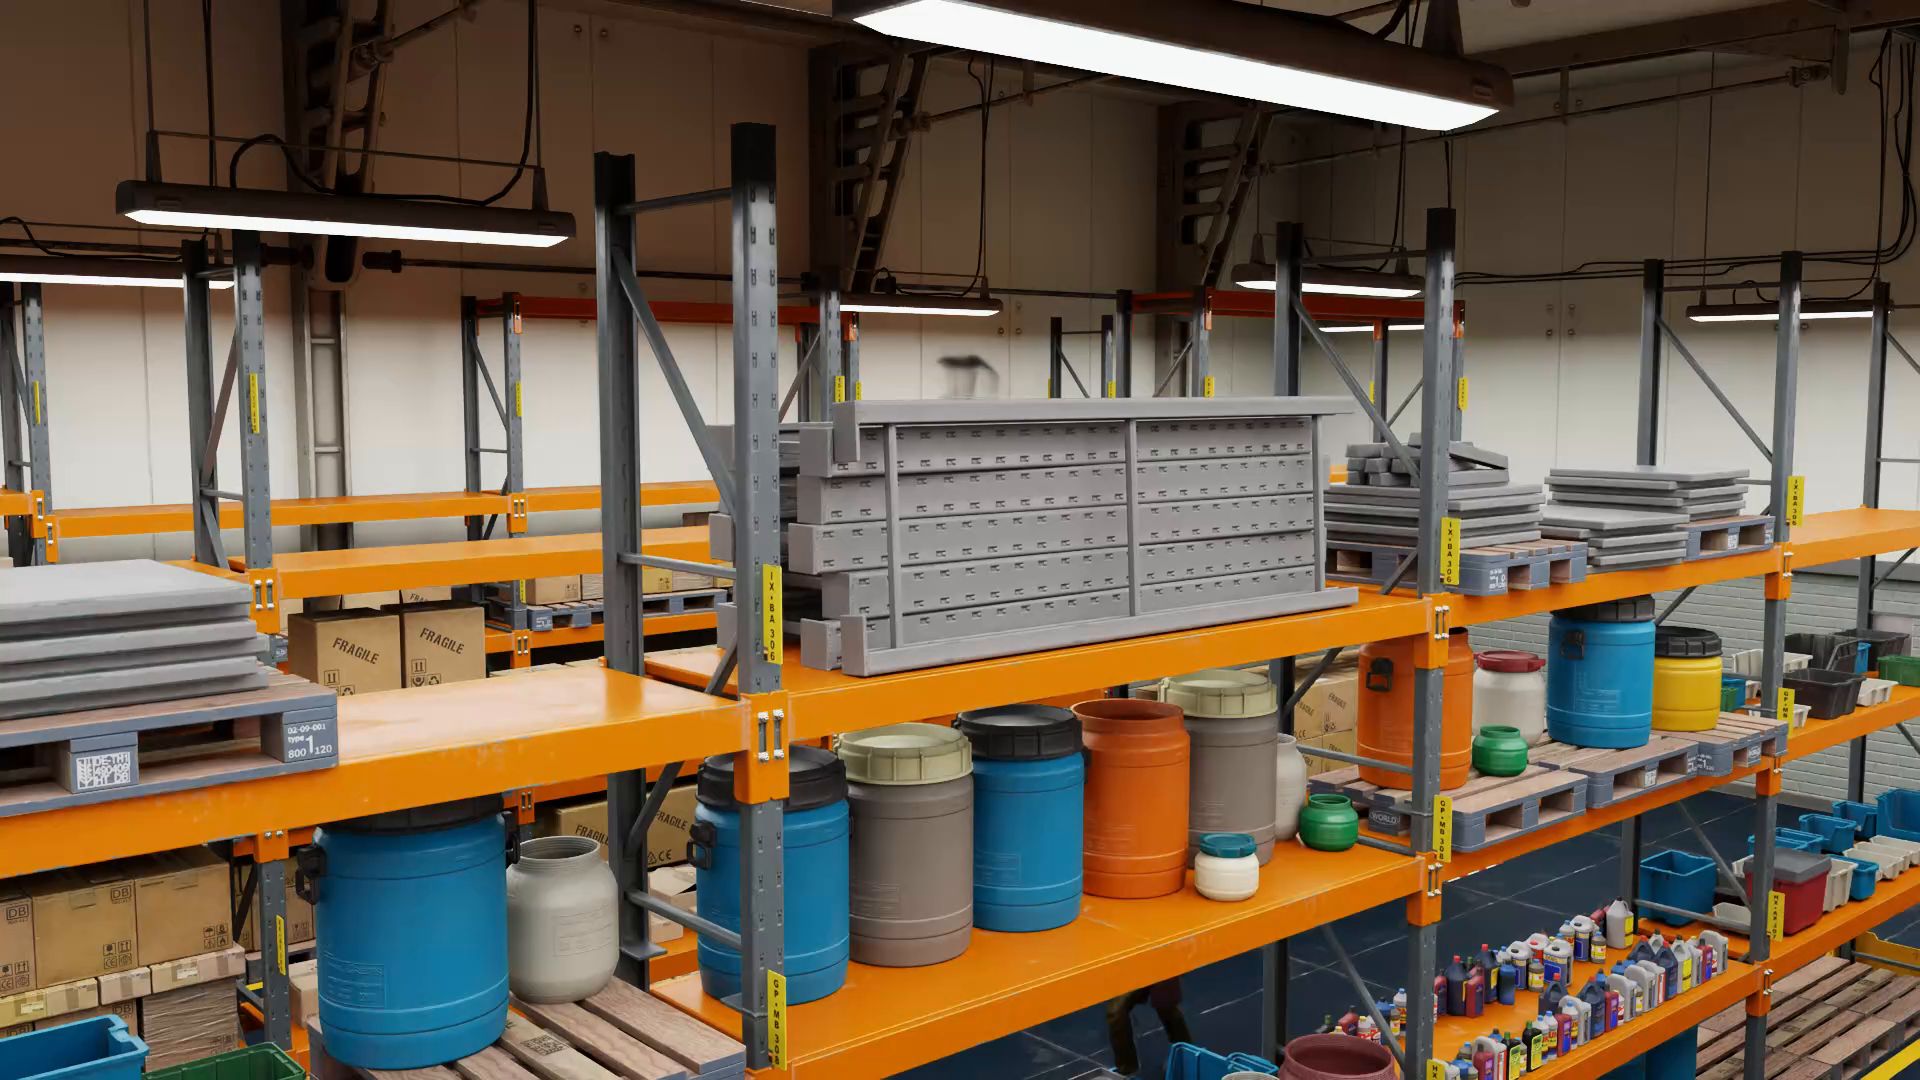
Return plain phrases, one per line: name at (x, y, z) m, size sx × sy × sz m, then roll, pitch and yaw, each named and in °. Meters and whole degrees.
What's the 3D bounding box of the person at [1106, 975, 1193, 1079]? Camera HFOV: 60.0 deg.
person at (1.410, 3.160, 12.134) m, size 0.697 × 1.794 × 1.035 m, roll 4°, pitch 7°, yaw 36°
